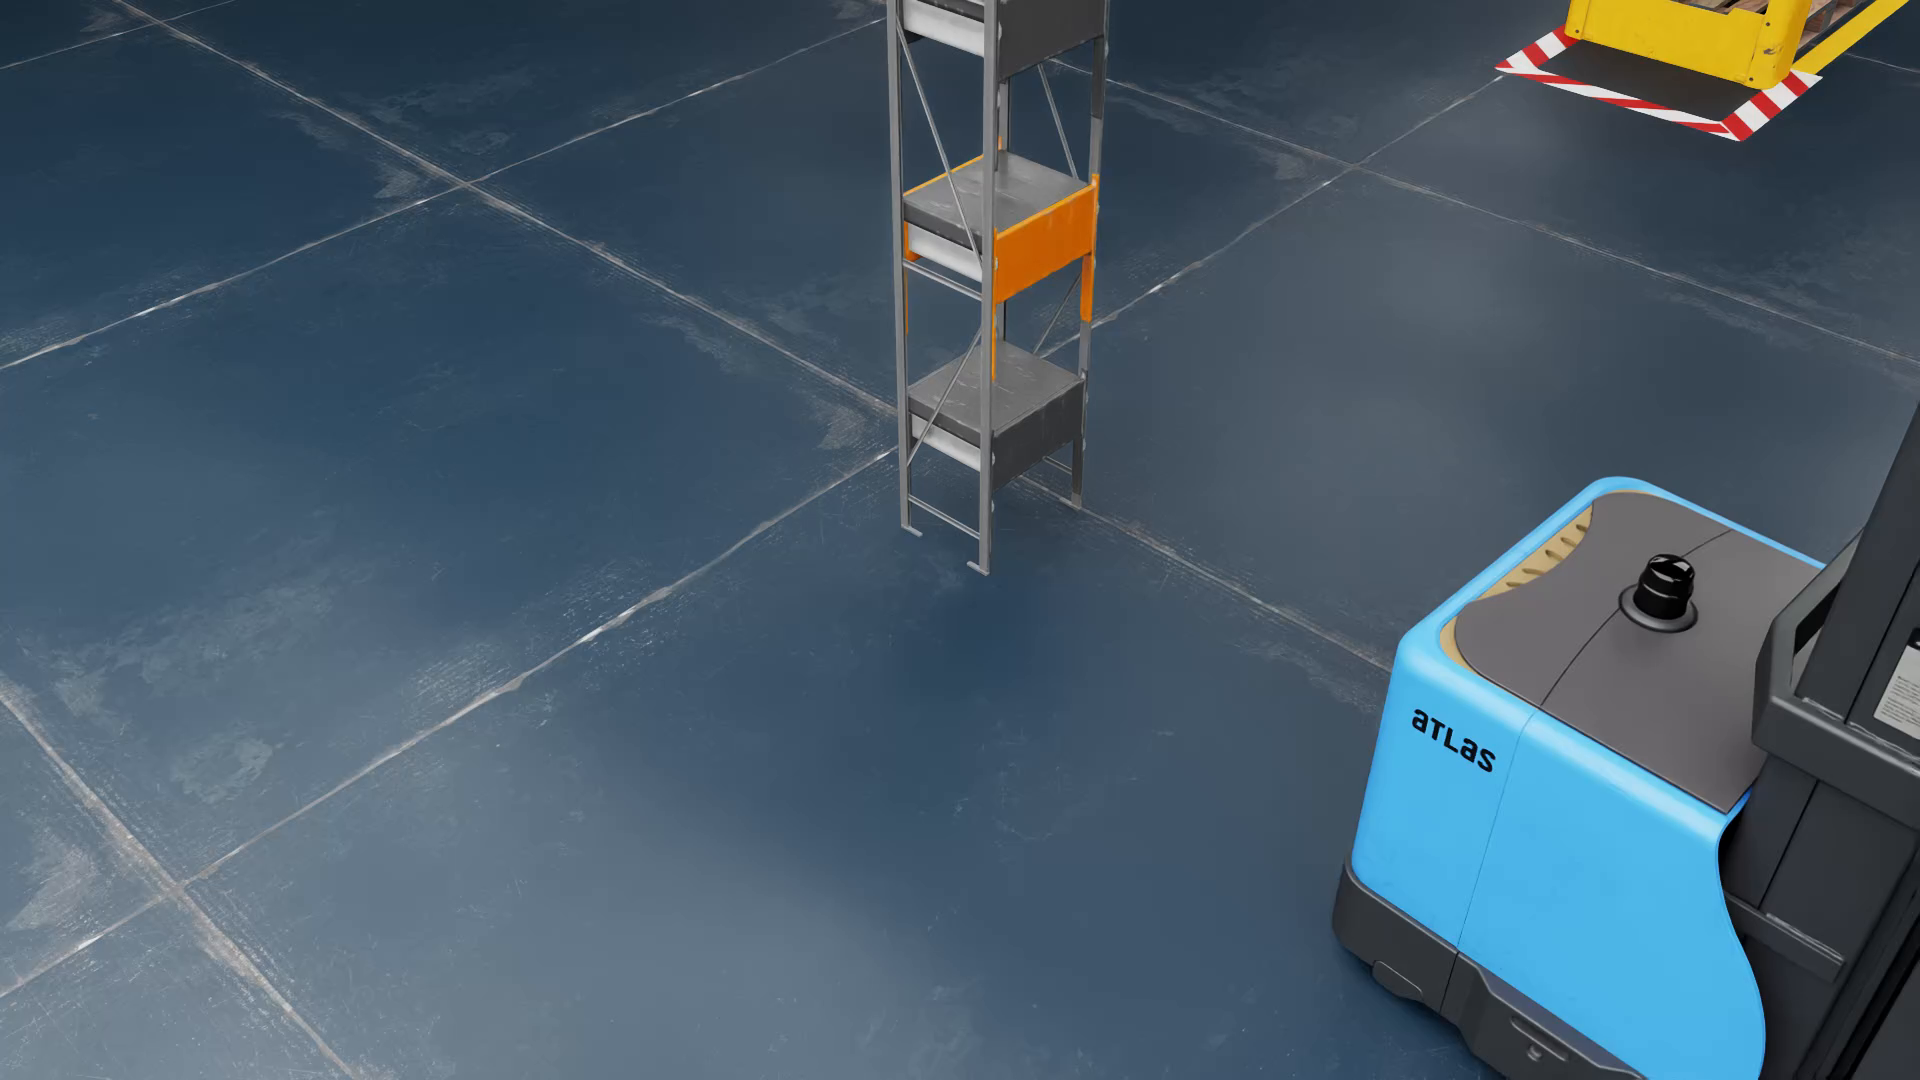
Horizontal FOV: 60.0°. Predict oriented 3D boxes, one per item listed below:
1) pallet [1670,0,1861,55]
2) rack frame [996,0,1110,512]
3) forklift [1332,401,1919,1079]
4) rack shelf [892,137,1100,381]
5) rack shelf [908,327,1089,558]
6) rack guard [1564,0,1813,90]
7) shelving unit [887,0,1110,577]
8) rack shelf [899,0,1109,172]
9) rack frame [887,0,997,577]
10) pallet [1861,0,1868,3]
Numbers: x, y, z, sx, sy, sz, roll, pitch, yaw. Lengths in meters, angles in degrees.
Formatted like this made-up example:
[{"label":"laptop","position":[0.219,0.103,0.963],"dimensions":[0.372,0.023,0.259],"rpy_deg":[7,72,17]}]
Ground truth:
[{"label":"pallet","position":[4.459,-3.123,9.507],"dimensions":[1.003,0.211,1.213],"rpy_deg":[30,47,32]},{"label":"rack frame","position":[0.276,-1.010,5.333],"dimensions":[0.400,2.100,0.015],"rpy_deg":[30,47,32]},{"label":"forklift","position":[2.361,0.373,2.926],"dimensions":[1.130,2.935,3.031],"rpy_deg":[-31,48,-33]},{"label":"rack shelf","position":[0.112,-0.887,5.201],"dimensions":[0.431,0.518,0.480],"rpy_deg":[30,47,32]},{"label":"rack shelf","position":[0.112,-0.339,5.636],"dimensions":[0.431,0.518,0.480],"rpy_deg":[30,47,32]},{"label":"rack guard","position":[3.907,-2.865,8.951],"dimensions":[1.175,0.500,0.348],"rpy_deg":[30,47,32]},{"label":"shelving unit","position":[0.112,-0.898,5.192],"dimensions":[0.431,2.100,0.503],"rpy_deg":[30,47,32]},{"label":"rack shelf","position":[0.112,-1.435,4.765],"dimensions":[0.431,0.518,0.480],"rpy_deg":[30,47,32]},{"label":"rack frame","position":[-0.053,-0.786,5.051],"dimensions":[0.400,2.100,0.015],"rpy_deg":[30,47,32]},{"label":"pallet","position":[5.282,-3.680,10.209],"dimensions":[1.003,0.211,1.213],"rpy_deg":[30,47,32]}]
